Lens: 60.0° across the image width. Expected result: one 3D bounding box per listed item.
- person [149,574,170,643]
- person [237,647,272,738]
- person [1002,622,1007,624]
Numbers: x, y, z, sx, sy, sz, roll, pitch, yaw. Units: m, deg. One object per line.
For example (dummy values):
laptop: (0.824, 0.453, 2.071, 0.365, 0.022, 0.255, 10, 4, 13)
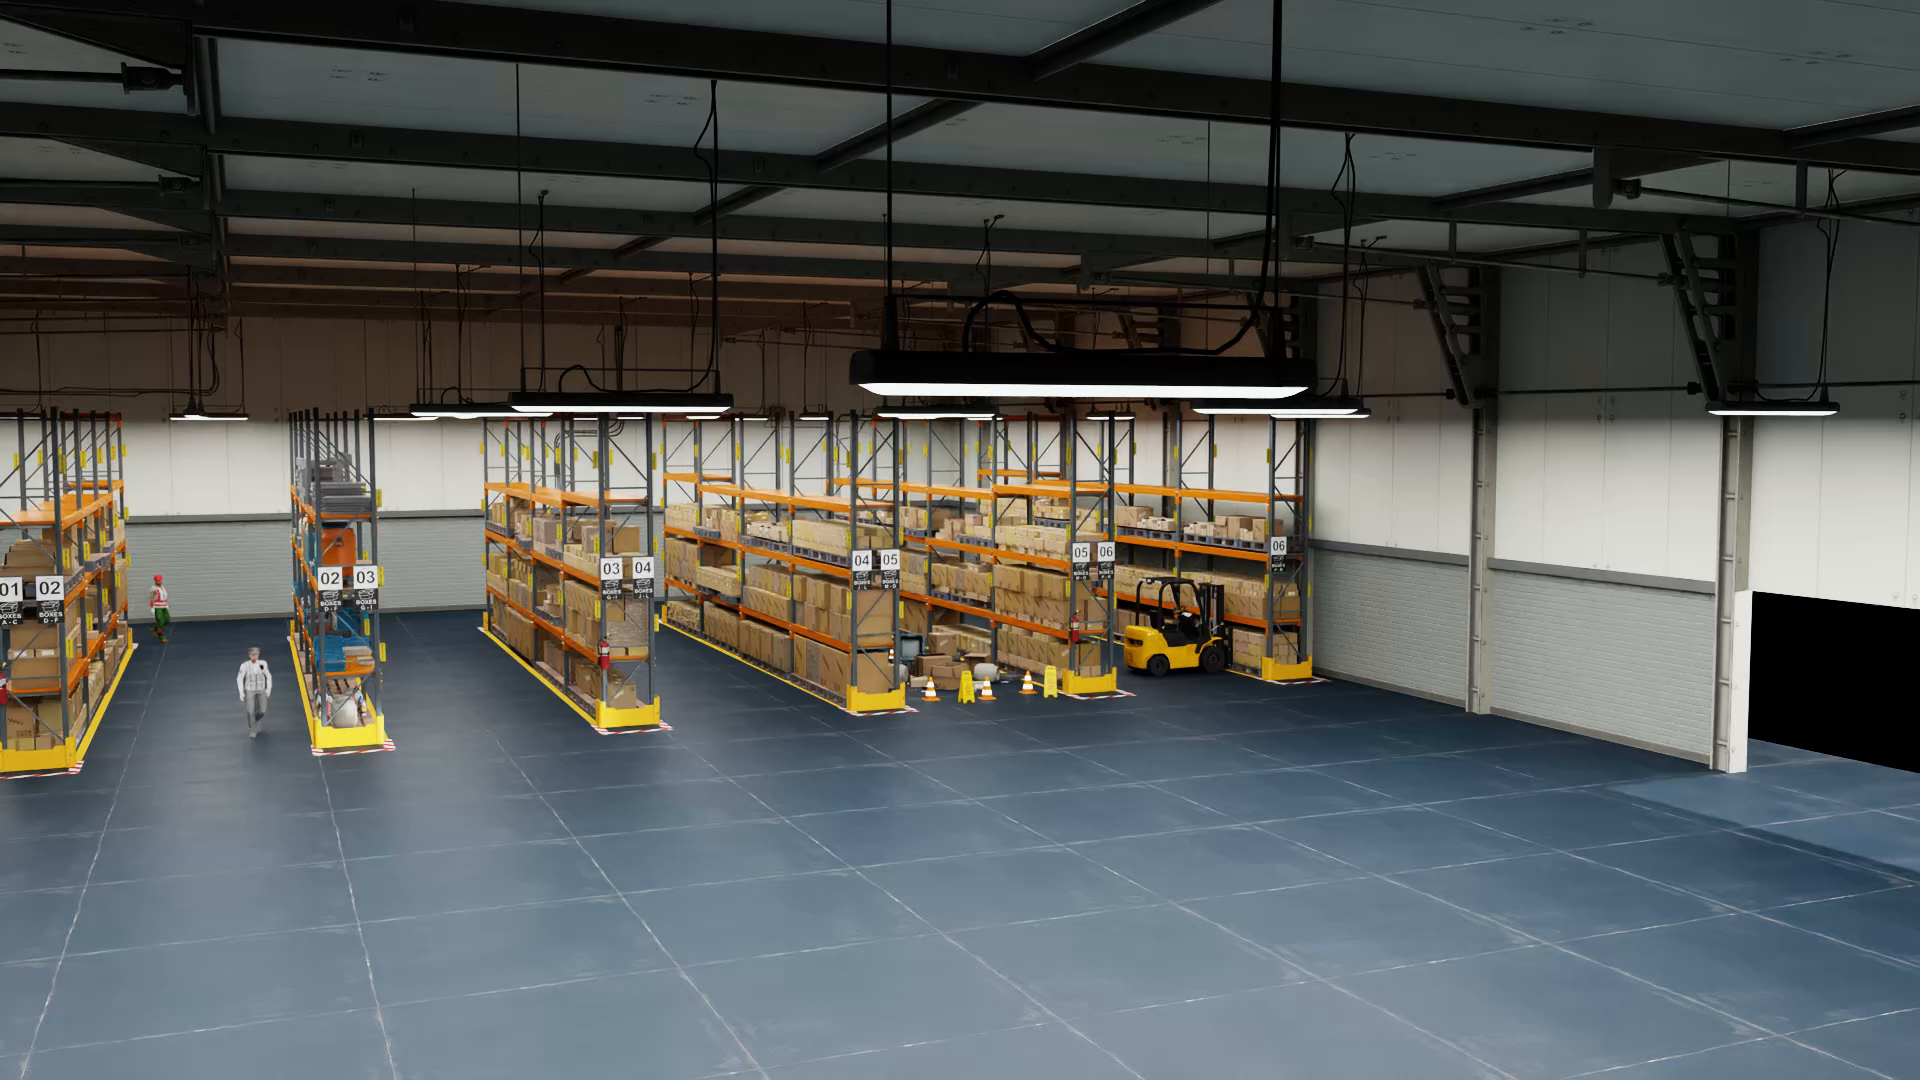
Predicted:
person: (-20.951, 1.782, 43.420, 0.735, 1.778, 0.543, 1, 4, 20)
person: (-12.954, 2.770, 30.520, 0.583, 1.659, 0.549, -2, 5, -30)
person: (1.363, 1.896, 43.416, 0.381, 1.672, 0.526, 4, 5, 42)
